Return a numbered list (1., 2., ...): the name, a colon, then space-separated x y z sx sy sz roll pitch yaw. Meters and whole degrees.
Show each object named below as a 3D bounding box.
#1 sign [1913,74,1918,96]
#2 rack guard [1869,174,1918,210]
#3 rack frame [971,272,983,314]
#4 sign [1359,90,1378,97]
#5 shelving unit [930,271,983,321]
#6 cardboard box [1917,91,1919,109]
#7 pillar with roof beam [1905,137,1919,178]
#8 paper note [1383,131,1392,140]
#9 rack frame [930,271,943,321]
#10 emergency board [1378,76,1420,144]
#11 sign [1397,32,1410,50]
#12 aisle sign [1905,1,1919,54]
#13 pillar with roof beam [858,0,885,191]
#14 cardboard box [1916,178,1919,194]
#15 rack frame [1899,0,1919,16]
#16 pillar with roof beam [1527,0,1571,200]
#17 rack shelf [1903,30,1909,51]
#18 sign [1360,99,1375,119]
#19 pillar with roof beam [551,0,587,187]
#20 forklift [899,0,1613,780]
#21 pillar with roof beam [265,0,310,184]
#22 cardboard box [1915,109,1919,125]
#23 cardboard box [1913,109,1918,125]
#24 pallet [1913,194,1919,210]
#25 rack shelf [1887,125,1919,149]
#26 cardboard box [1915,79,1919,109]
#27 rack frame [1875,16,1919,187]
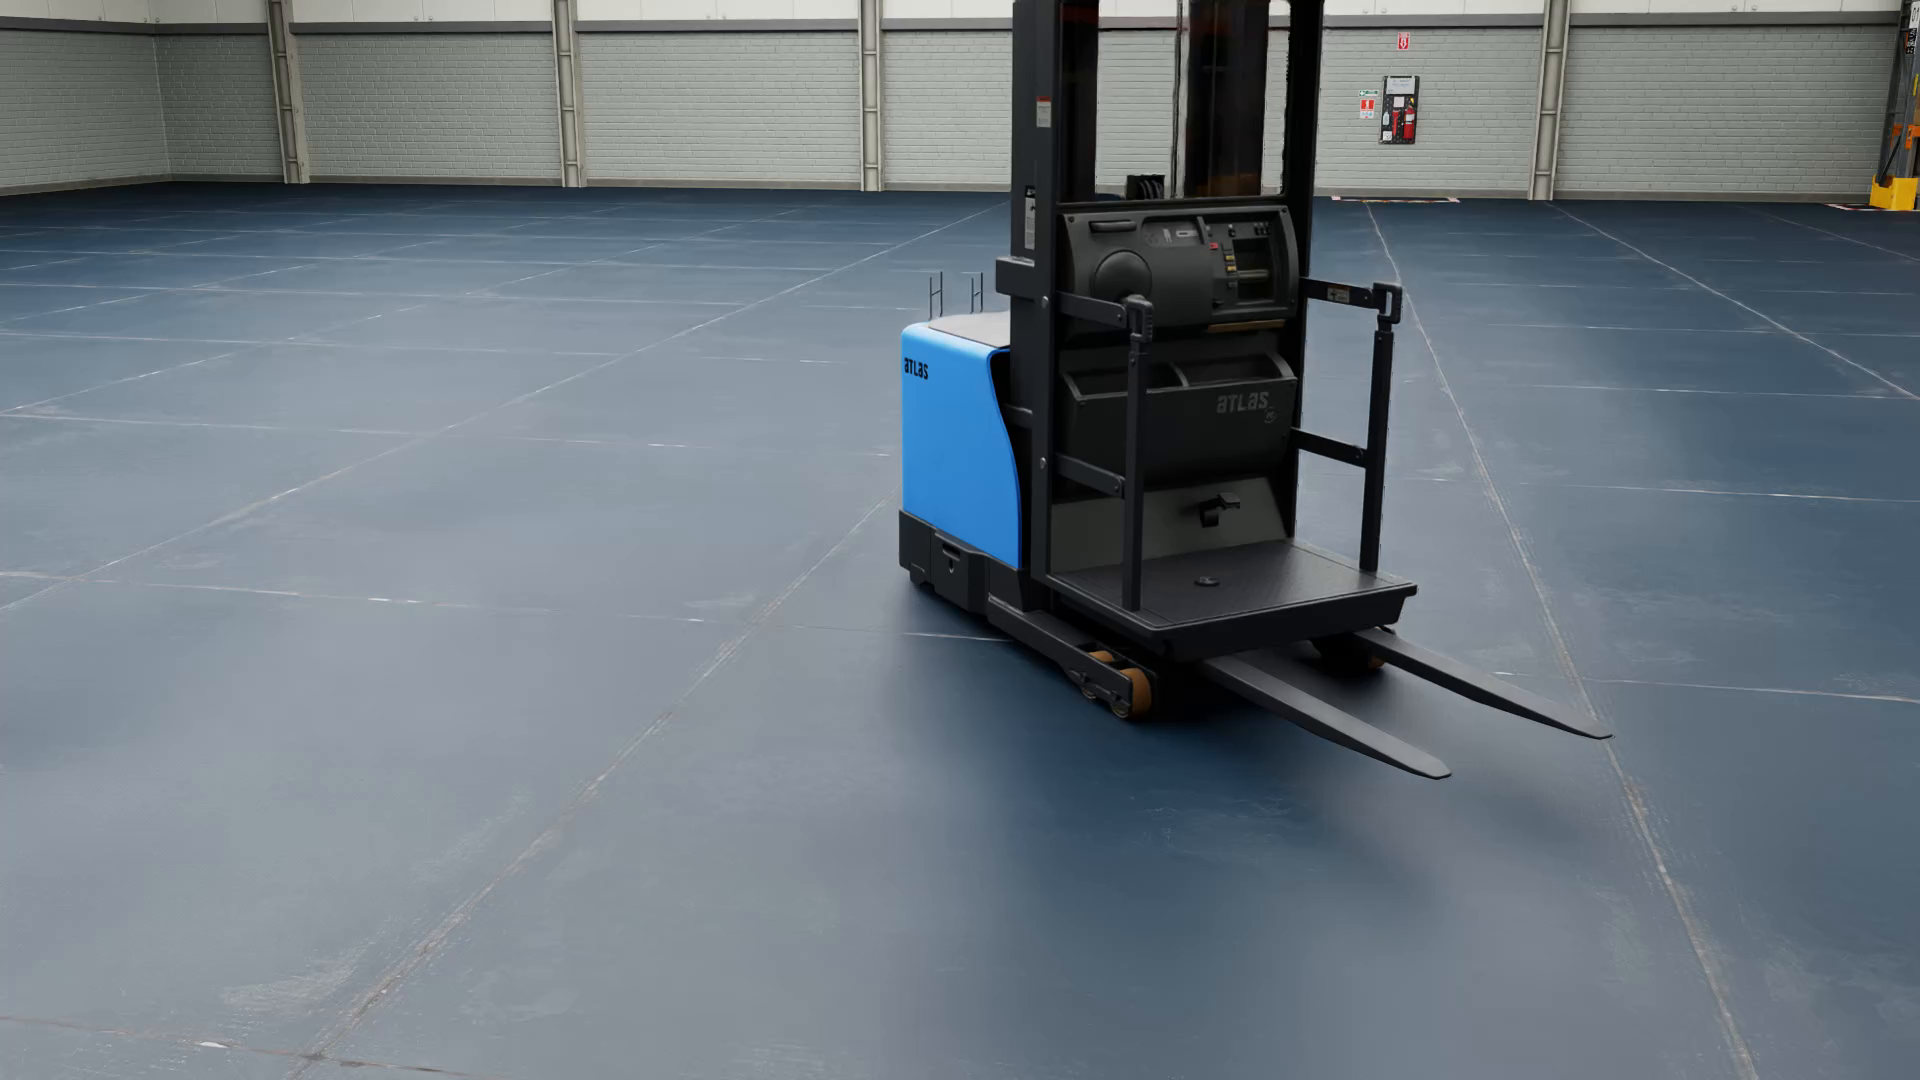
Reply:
1. sign: 15.033 -7.158 26.163 0.005 0.325 0.100 3 16 11
2. rack guard: 15.215 -5.674 27.110 0.348 0.500 1.175 3 16 11
3. rack frame: 0.075 -0.574 7.388 0.006 1.200 0.240 3 16 11
4. sign: 7.187 -7.859 29.256 0.331 0.109 0.001 3 16 11
5. shelving unit: -0.014 -0.579 7.406 0.189 1.200 0.258 3 16 11
6. cardboard box: 15.548 -7.078 26.333 0.500 0.500 0.500 3 16 11
7. pillar with roof beam: 15.141 -8.837 22.607 0.400 9.000 9.100 3 16 11
8. paper note: 7.545 -7.135 29.353 0.142 0.148 0.016 3 16 11
9. rack frame: -0.104 -0.584 7.423 0.006 1.200 0.240 3 16 11
10. emergency board: 7.705 -7.532 29.137 0.643 1.169 0.194 3 16 11
11. sign: 7.717 -8.676 28.923 0.199 0.298 0.001 3 16 11
12. aisle sign: 15.010 -8.061 26.175 0.004 0.787 0.394 3 16 11
13. pillar with roof beam: -2.498 -9.794 26.064 0.400 9.000 9.100 3 16 11
14. cardboard box: 15.801 -5.739 26.874 0.500 0.311 0.500 1 16 5
15. rack frame: 15.140 -9.774 25.991 0.127 3.000 1.000 3 16 11
16. pillar with roof beam: 9.261 -9.156 23.760 0.400 9.000 9.100 3 16 11
17. rack shelf: 17.100 -7.875 26.103 4.000 0.370 1.077 3 16 11
18. sign: 7.184 -7.606 29.336 0.234 0.329 0.001 3 16 11
19. pillar with roof beam: -8.378 -10.114 27.216 0.400 9.000 9.100 3 16 11
20. forklift: 0.871 -0.963 5.548 1.130 2.935 3.031 -8 17 -26
21. pillar with roof beam: -14.257 -10.433 28.369 0.400 9.000 9.100 3 16 11
22. cardboard box: 15.555 -6.711 26.415 0.500 0.250 0.500 3 16 9
23. cardboard box: 15.637 -6.846 26.902 0.500 0.250 0.500 3 16 12
24. pallet: 16.004 -5.482 26.960 1.213 0.211 1.003 3 16 11
25. rack shelf: 17.100 -6.430 26.503 4.000 0.370 1.077 3 16 11
26. cardboard box: 15.645 -7.212 26.819 0.500 0.500 0.500 3 16 10
27. rack frame: 15.140 -6.883 26.791 0.127 3.000 1.000 3 16 11
